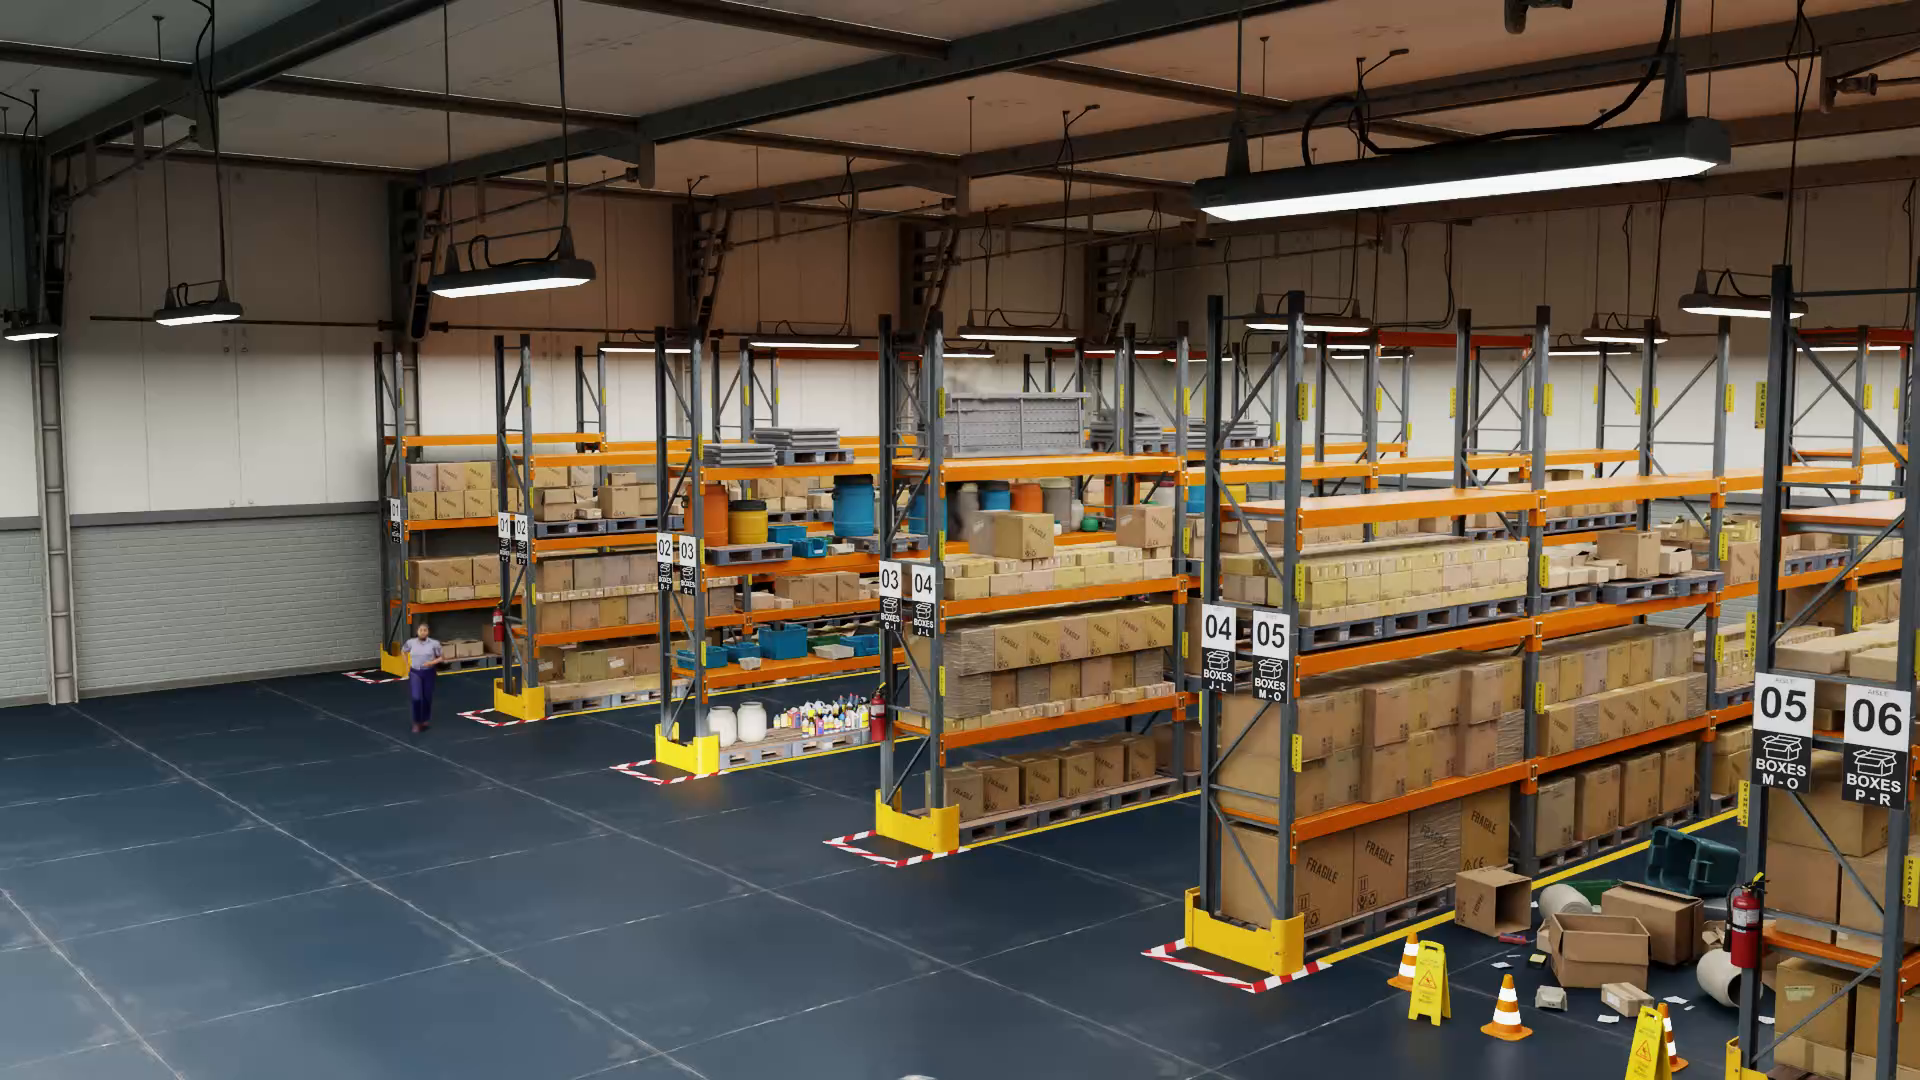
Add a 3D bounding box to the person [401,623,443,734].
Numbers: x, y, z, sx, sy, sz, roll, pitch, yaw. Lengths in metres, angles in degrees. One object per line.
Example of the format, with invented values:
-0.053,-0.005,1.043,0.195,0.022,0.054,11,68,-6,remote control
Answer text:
-8.101,2.084,25.069,0.590,1.684,0.654,-2,6,-20,person
